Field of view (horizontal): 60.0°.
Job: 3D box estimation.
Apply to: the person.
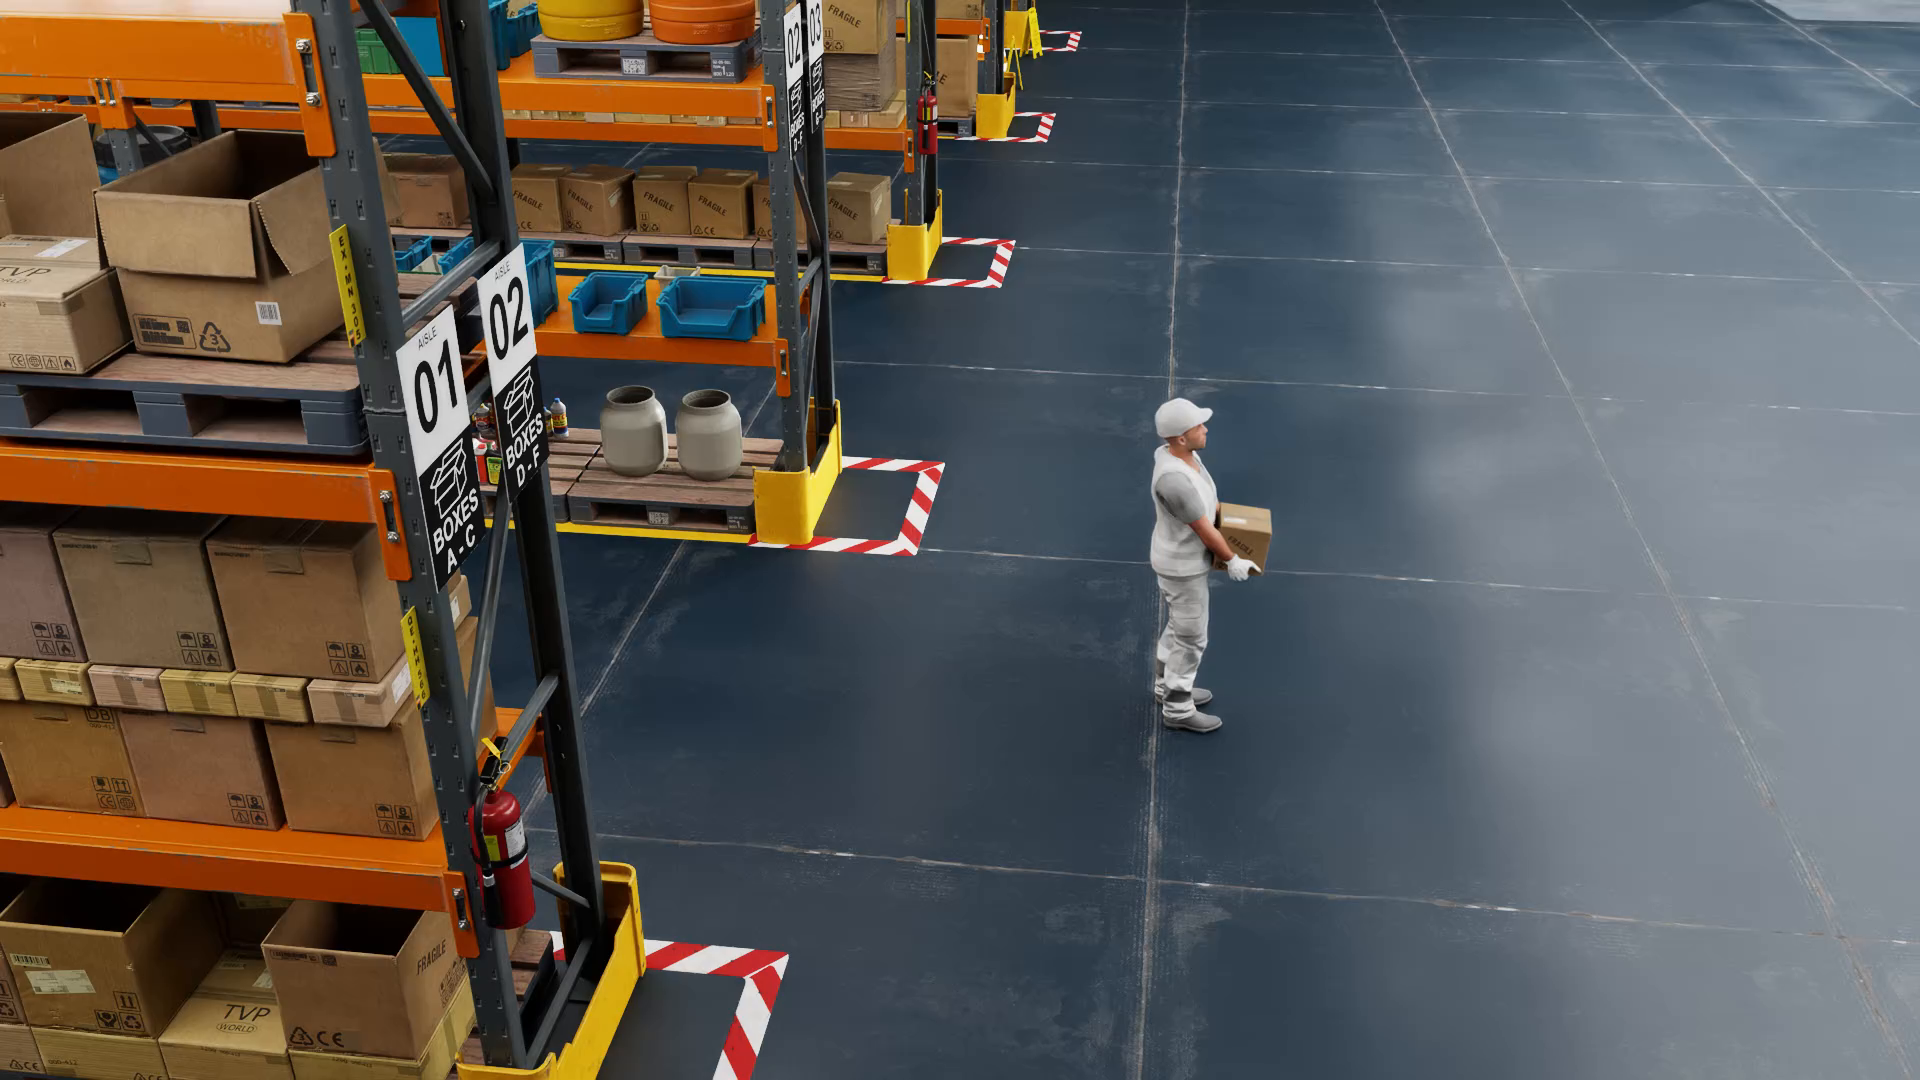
[{"bbox_3d":[1.218,0.131,8.357,0.561,1.785,0.482,3,28,6],"label":"person"}]
